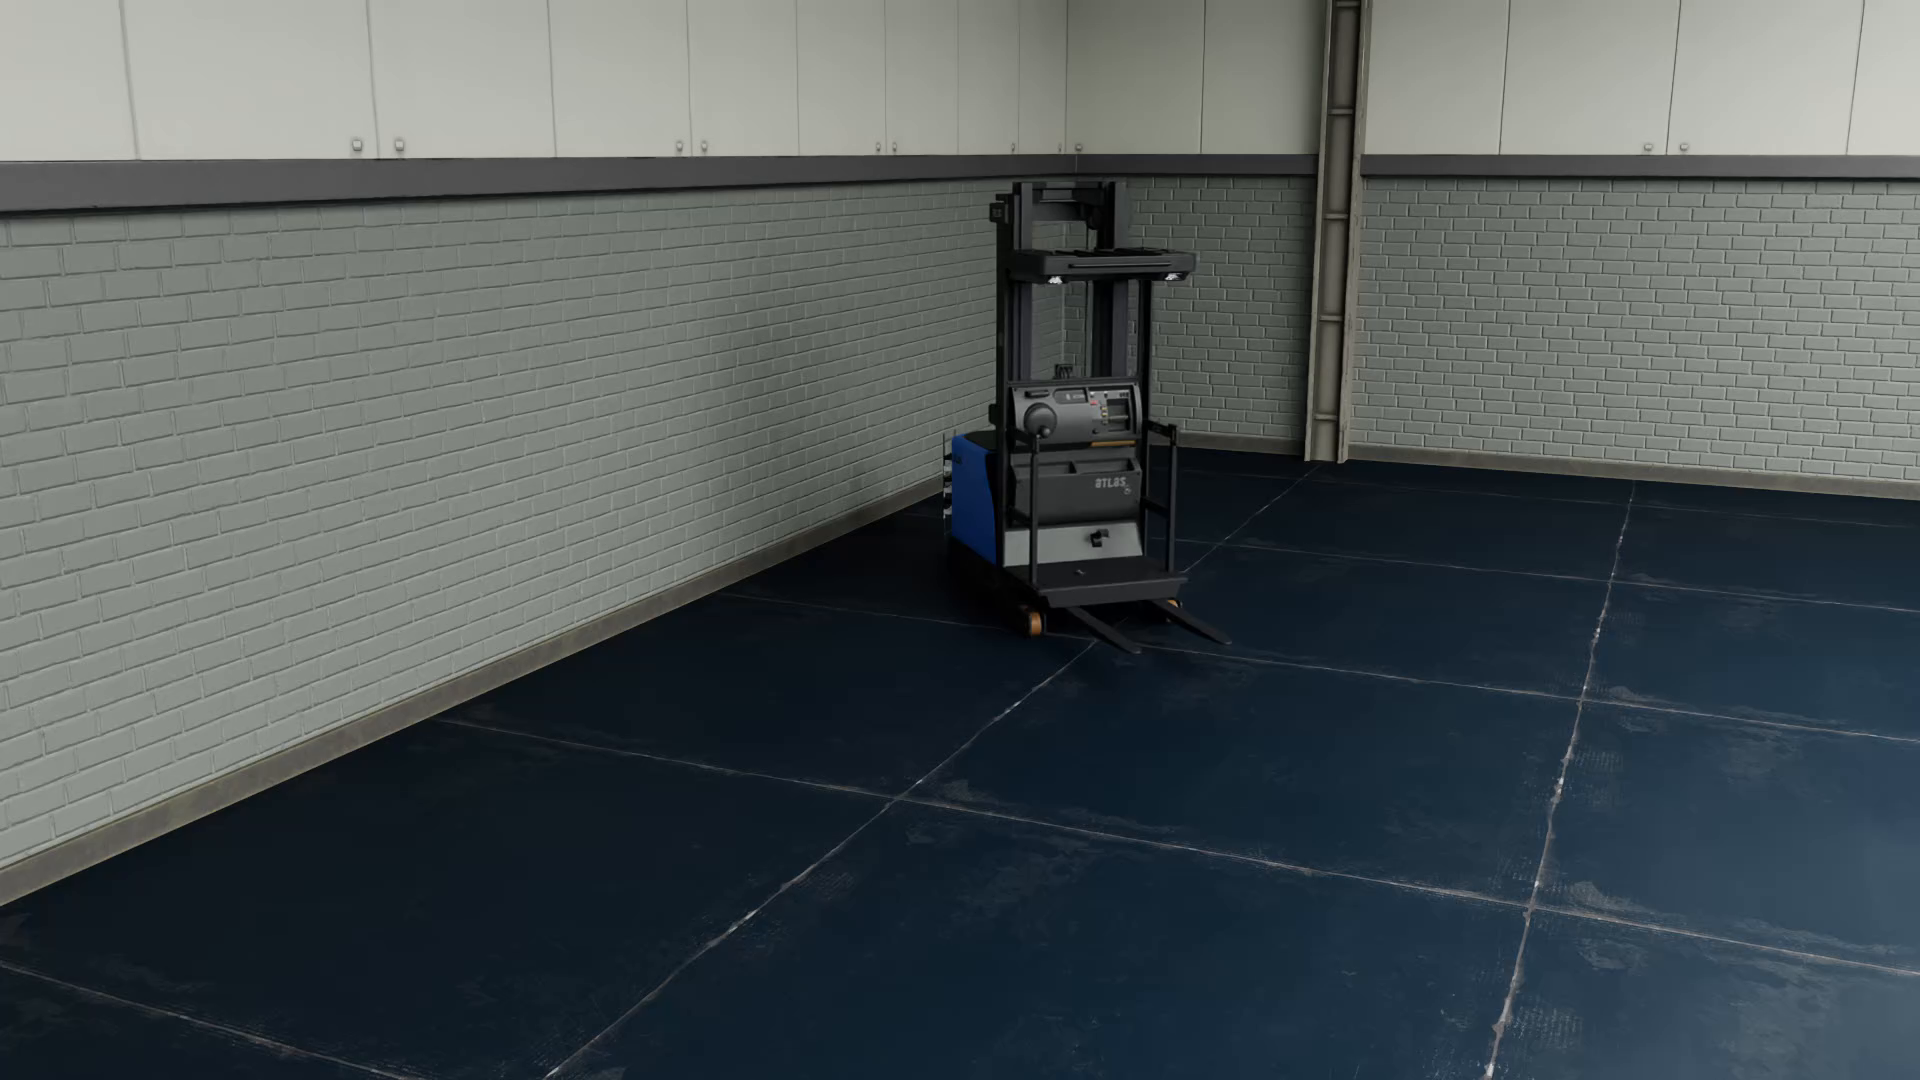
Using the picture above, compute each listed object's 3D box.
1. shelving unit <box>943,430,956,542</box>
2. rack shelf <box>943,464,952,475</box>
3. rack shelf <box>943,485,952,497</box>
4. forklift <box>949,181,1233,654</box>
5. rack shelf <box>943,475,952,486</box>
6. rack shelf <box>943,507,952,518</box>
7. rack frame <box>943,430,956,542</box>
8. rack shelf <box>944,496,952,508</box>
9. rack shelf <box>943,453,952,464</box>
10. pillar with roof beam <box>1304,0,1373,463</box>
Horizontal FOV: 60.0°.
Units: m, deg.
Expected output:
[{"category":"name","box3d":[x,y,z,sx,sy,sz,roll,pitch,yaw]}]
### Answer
[{"category":"shelving unit","box3d":[0.007,-0.437,13.649,0.210,0.900,0.258,6,14,23]},{"category":"rack shelf","box3d":[0.007,-0.580,13.615,0.200,0.077,0.258,6,14,23]},{"category":"rack shelf","box3d":[0.007,-0.405,13.656,0.200,0.077,0.258,6,14,23]},{"category":"forklift","box3d":[0.867,-0.889,11.126,1.130,2.935,3.031,-4,14,-18]},{"category":"rack shelf","box3d":[0.007,-0.493,13.636,0.200,0.077,0.258,6,14,23]},{"category":"rack shelf","box3d":[0.007,-0.230,13.698,0.200,0.077,0.258,6,14,23]},{"category":"rack frame","box3d":[-0.086,-0.447,13.689,0.006,0.900,0.240,6,14,23]},{"category":"rack shelf","box3d":[0.007,-0.317,13.677,0.200,0.077,0.258,6,14,23]},{"category":"rack shelf","box3d":[0.007,-0.668,13.595,0.200,0.077,0.258,6,14,23]},{"category":"pillar with roof beam","box3d":[2.073,-4.322,12.475,0.400,9.000,9.100,6,14,23]}]
